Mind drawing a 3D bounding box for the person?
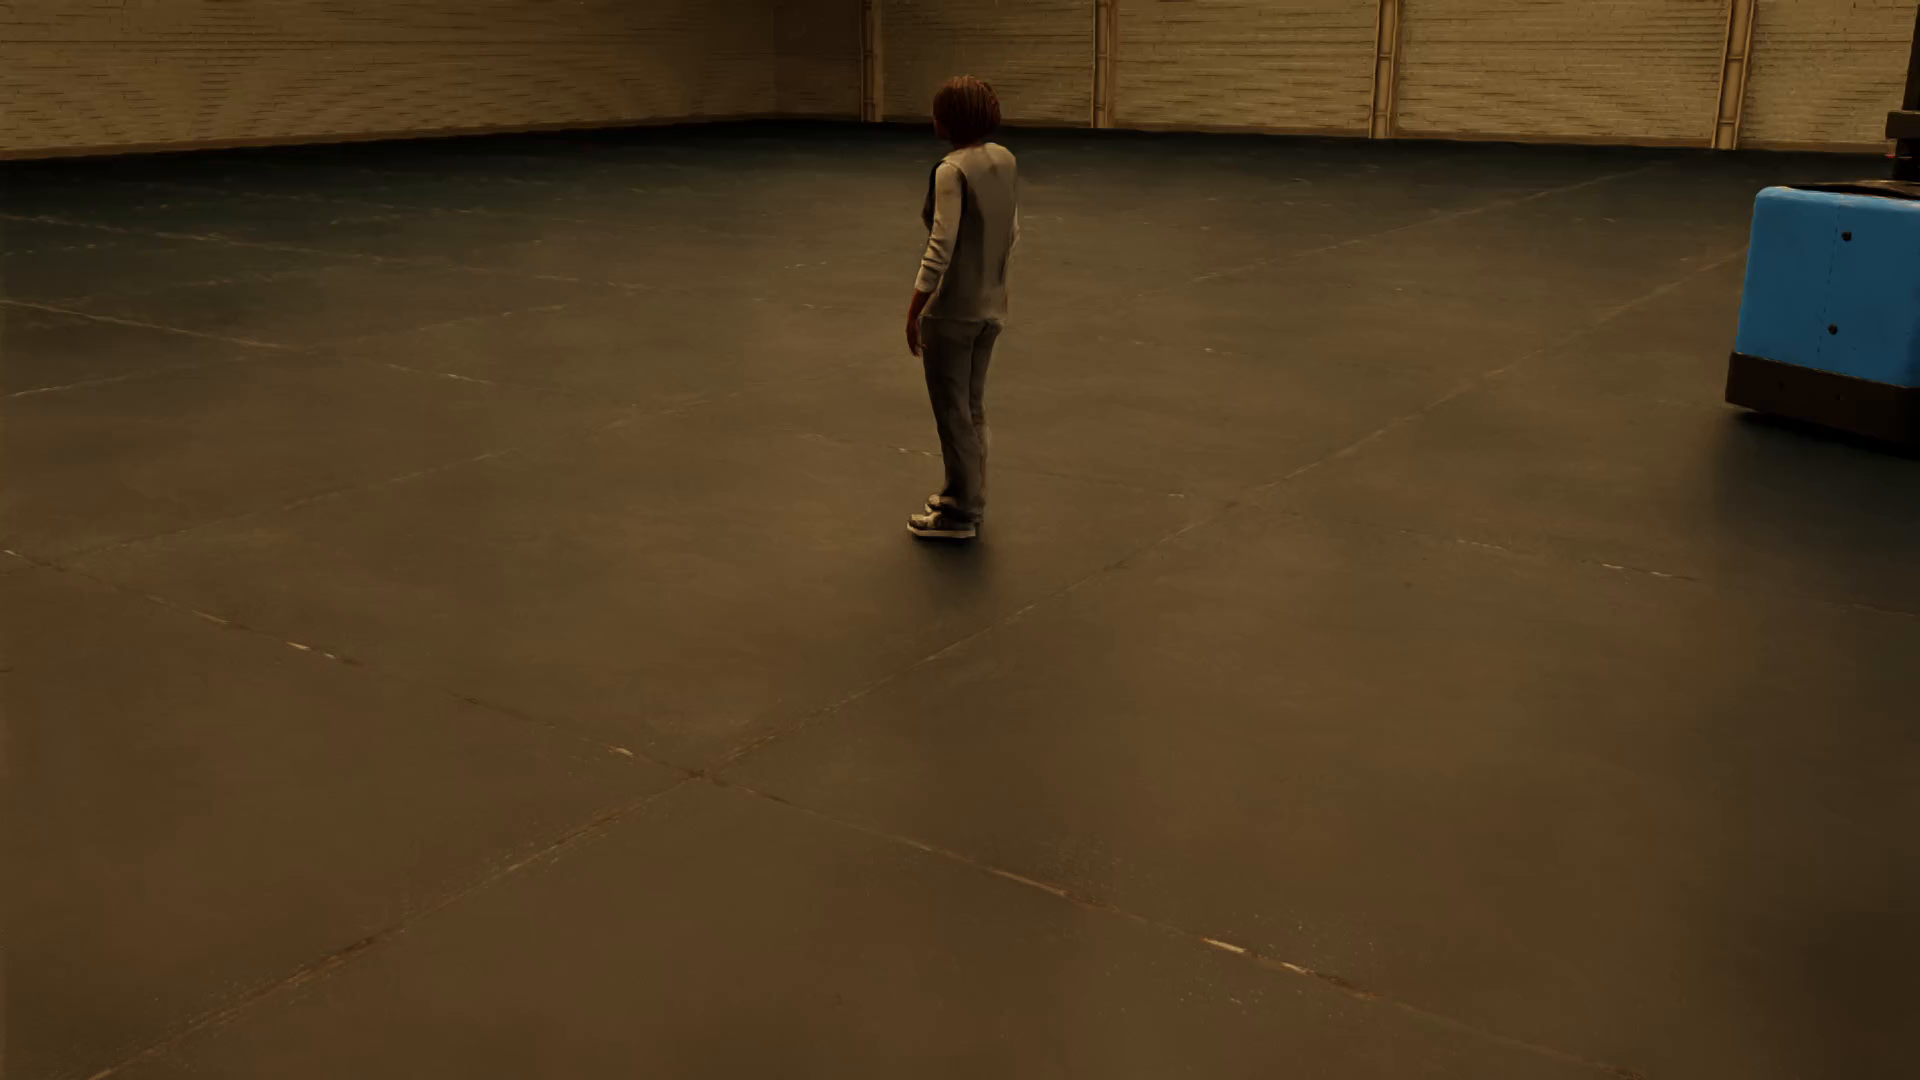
[{"bbox_3d":[-0.053,-0.787,5.769,0.474,1.597,0.521,11,20,33],"label":"person"}]

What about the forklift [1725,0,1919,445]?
[{"bbox_3d":[5.204,-2.036,7.642,3.031,2.935,1.130,-7,18,-22],"label":"forklift"}]
